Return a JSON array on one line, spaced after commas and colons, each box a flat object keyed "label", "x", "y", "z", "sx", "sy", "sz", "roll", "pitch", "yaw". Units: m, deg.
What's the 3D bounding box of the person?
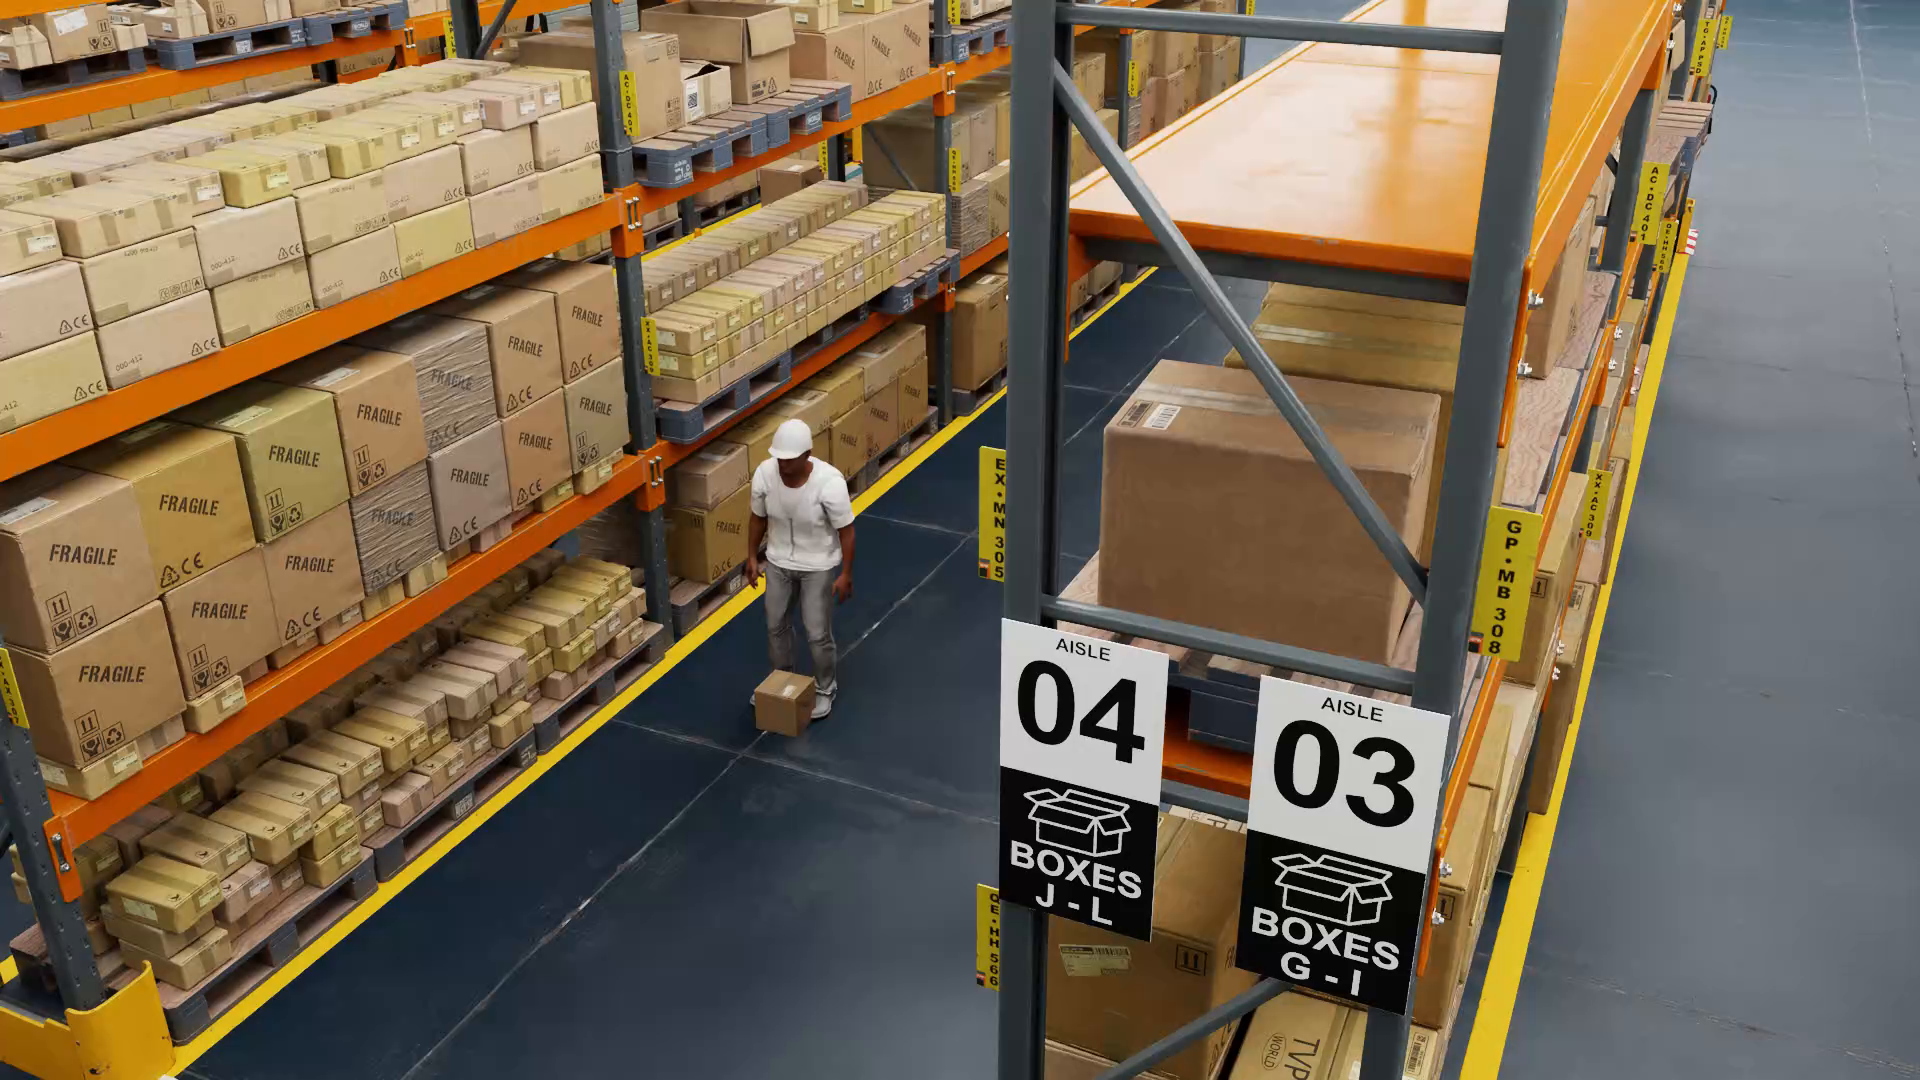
[{"label": "person", "x": -0.879, "y": 0.142, "z": 9.118, "sx": 0.635, "sy": 1.761, "sz": 0.454, "roll": 10, "pitch": 28, "yaw": 19}]
